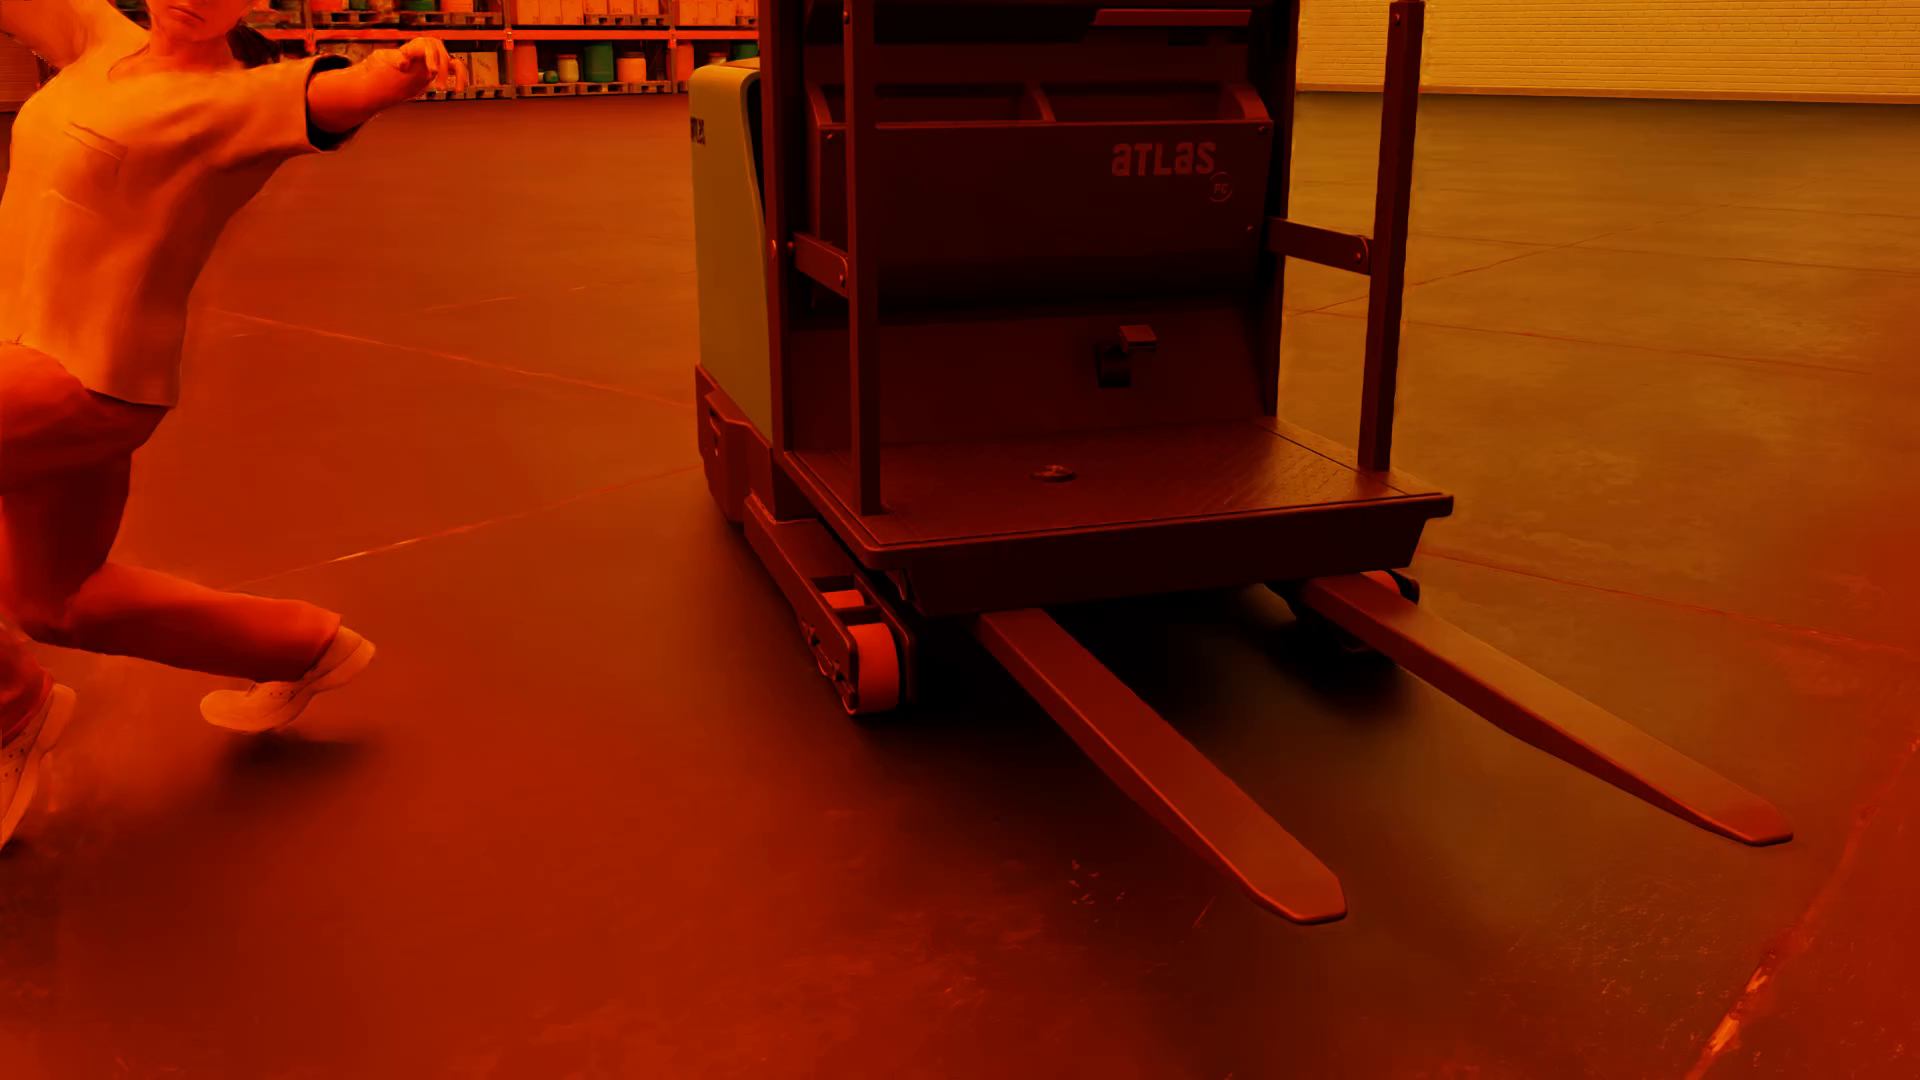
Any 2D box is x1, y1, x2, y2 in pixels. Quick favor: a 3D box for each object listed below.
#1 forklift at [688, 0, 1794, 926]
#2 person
[{"bbox_3d":[0.229,-1.222,2.923,1.130,2.935,3.031,-5,18,-17],"label":"forklift"},{"bbox_3d":[-1.188,-0.297,2.279,0.820,1.388,0.978,-14,22,-39],"label":"person"}]
